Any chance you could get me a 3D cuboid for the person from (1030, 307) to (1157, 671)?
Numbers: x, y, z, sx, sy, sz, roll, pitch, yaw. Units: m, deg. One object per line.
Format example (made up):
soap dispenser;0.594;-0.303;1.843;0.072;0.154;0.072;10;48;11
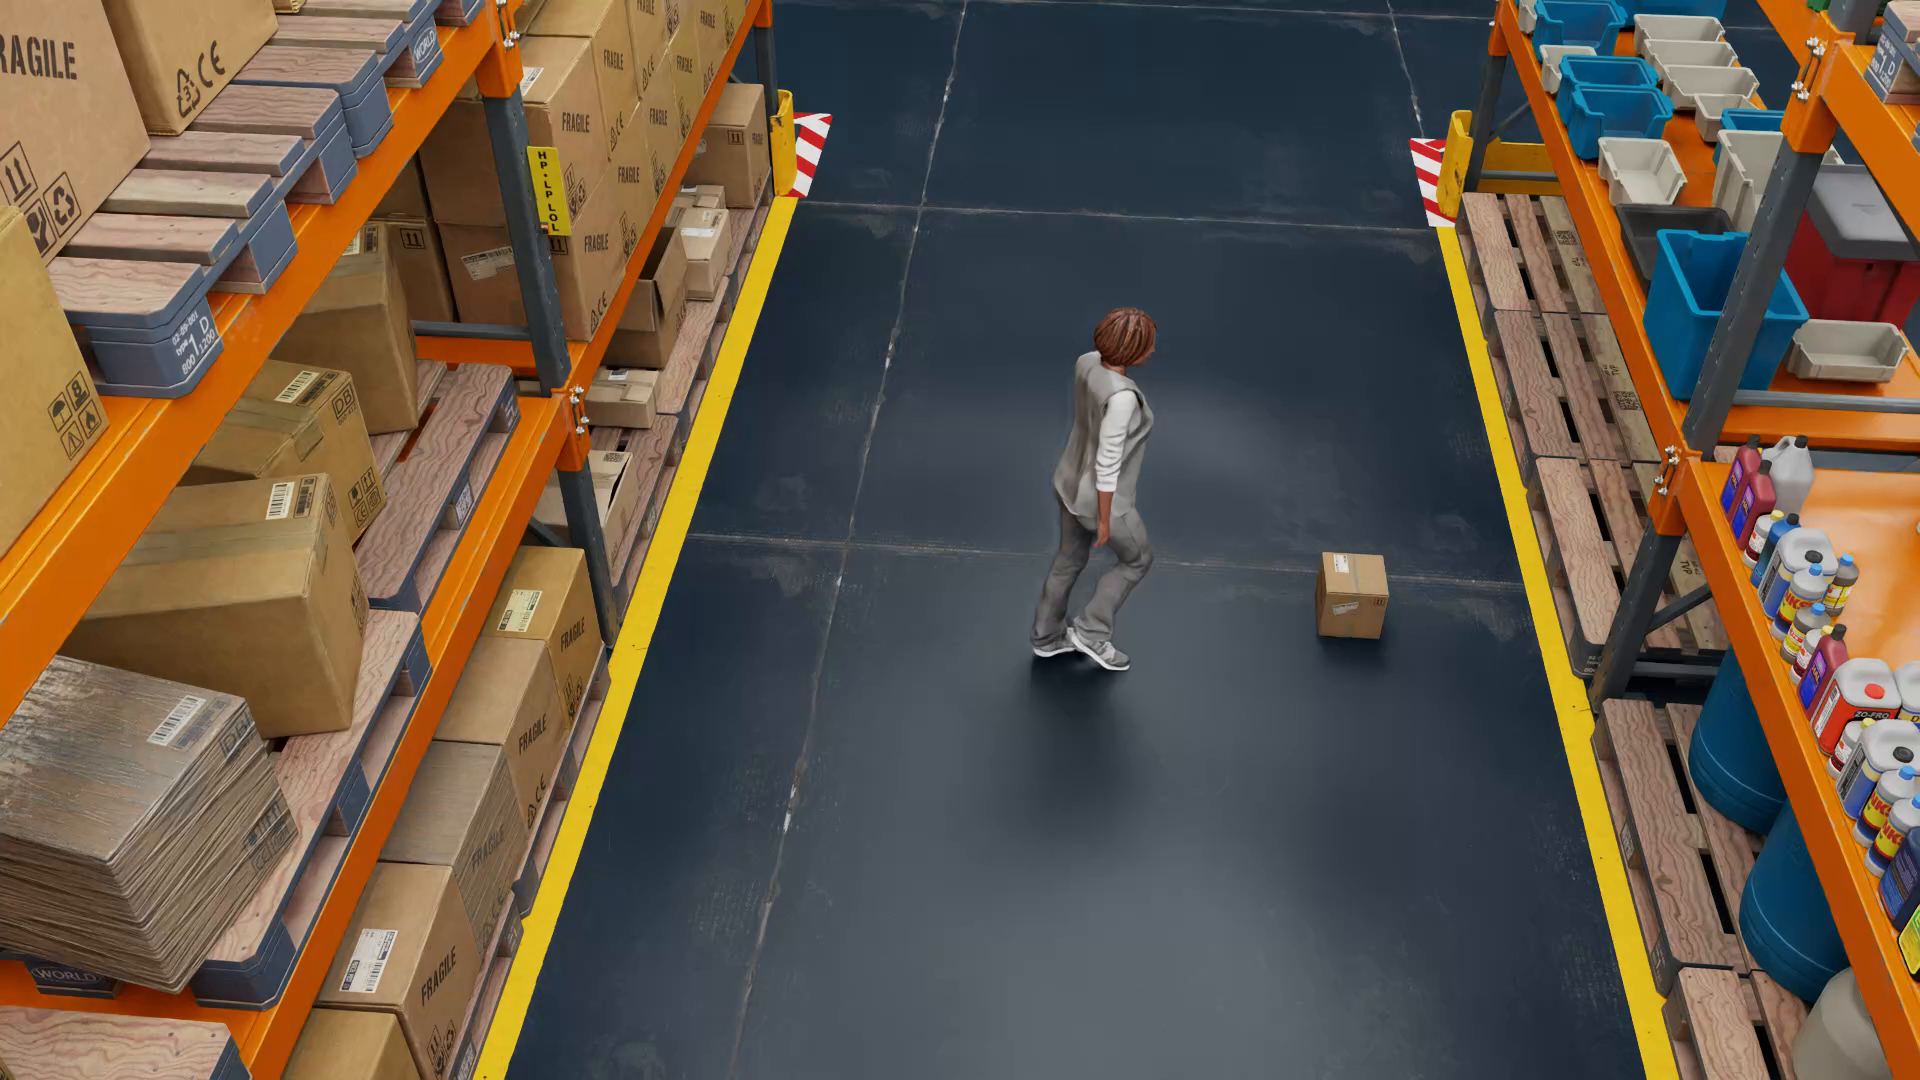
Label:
person;0.497;-0.164;6.342;0.459;1.595;0.423;-16;43;-17
